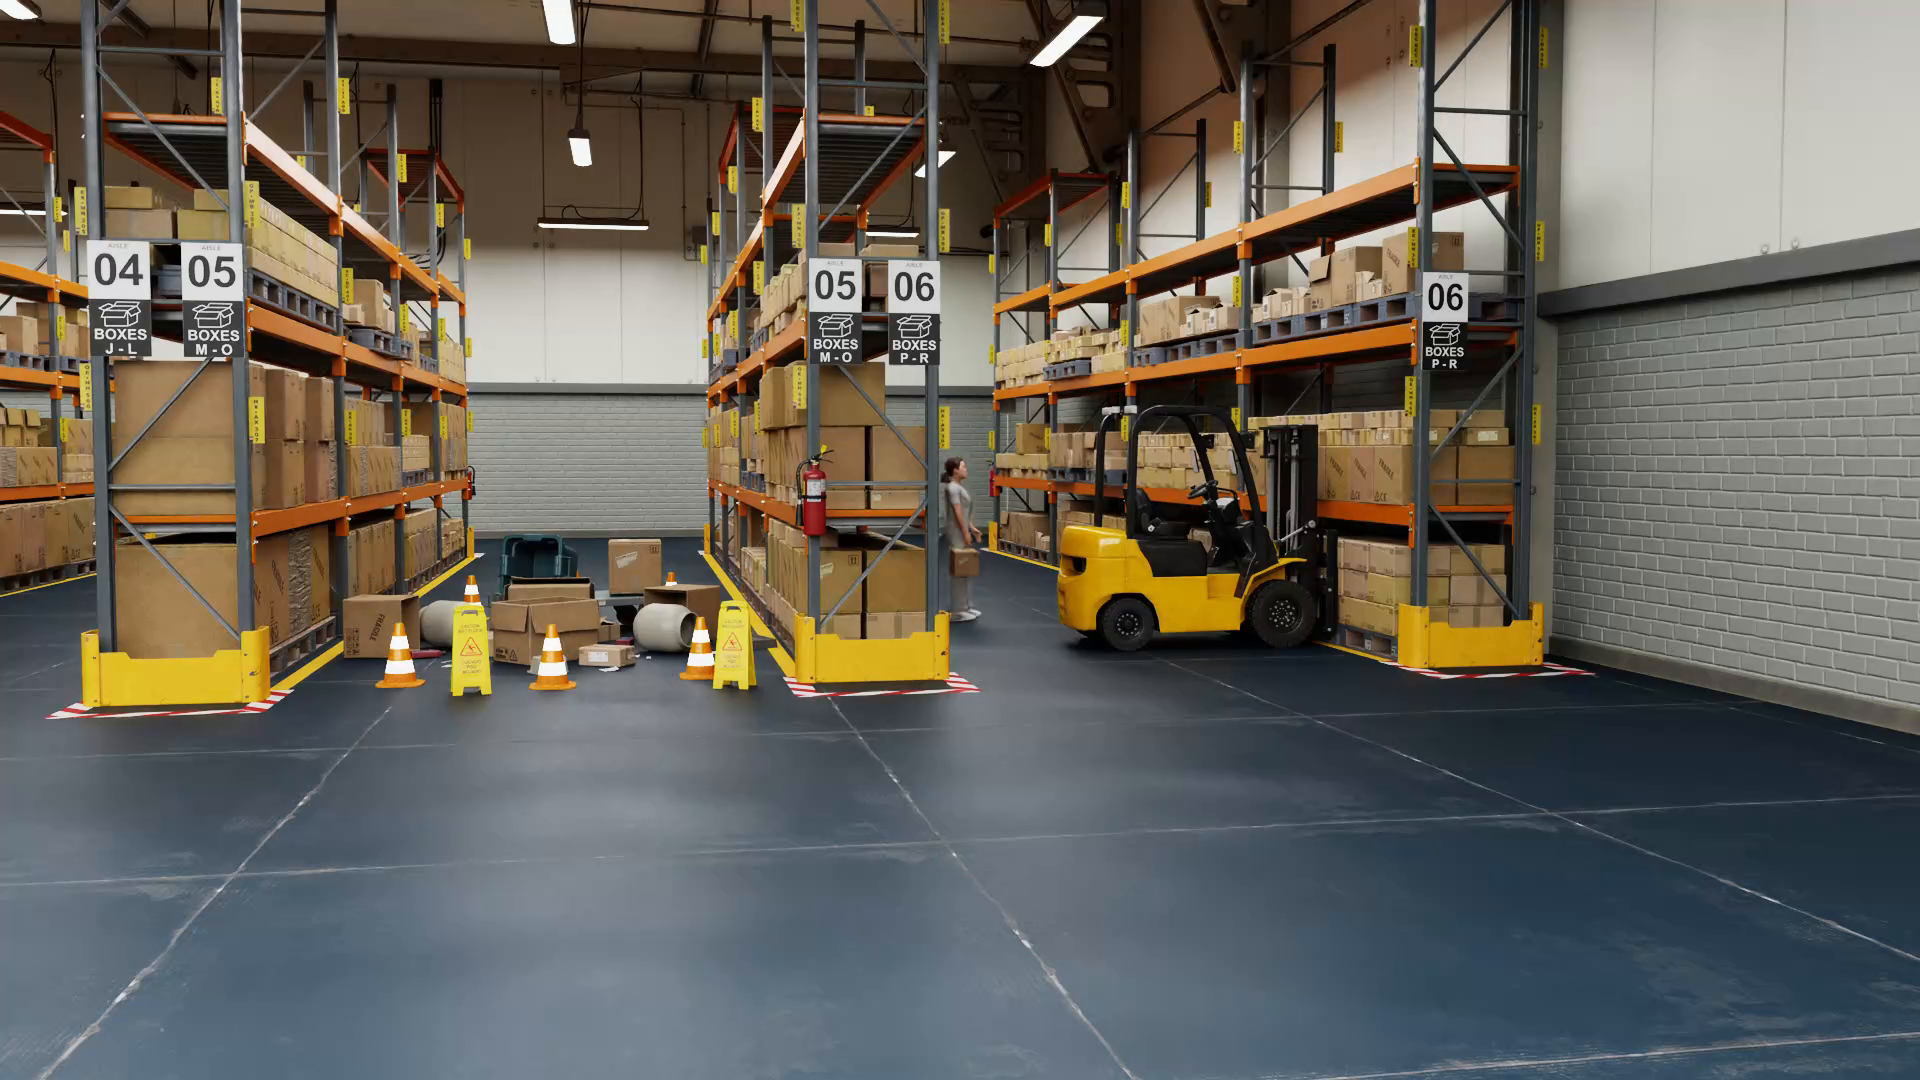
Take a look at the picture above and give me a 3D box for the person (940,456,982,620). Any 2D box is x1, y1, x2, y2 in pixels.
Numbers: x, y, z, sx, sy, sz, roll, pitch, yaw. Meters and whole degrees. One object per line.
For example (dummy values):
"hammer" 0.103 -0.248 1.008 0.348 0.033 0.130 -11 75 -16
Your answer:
"person" 0.005 -0.023 17.234 0.443 1.684 0.527 0 3 5
